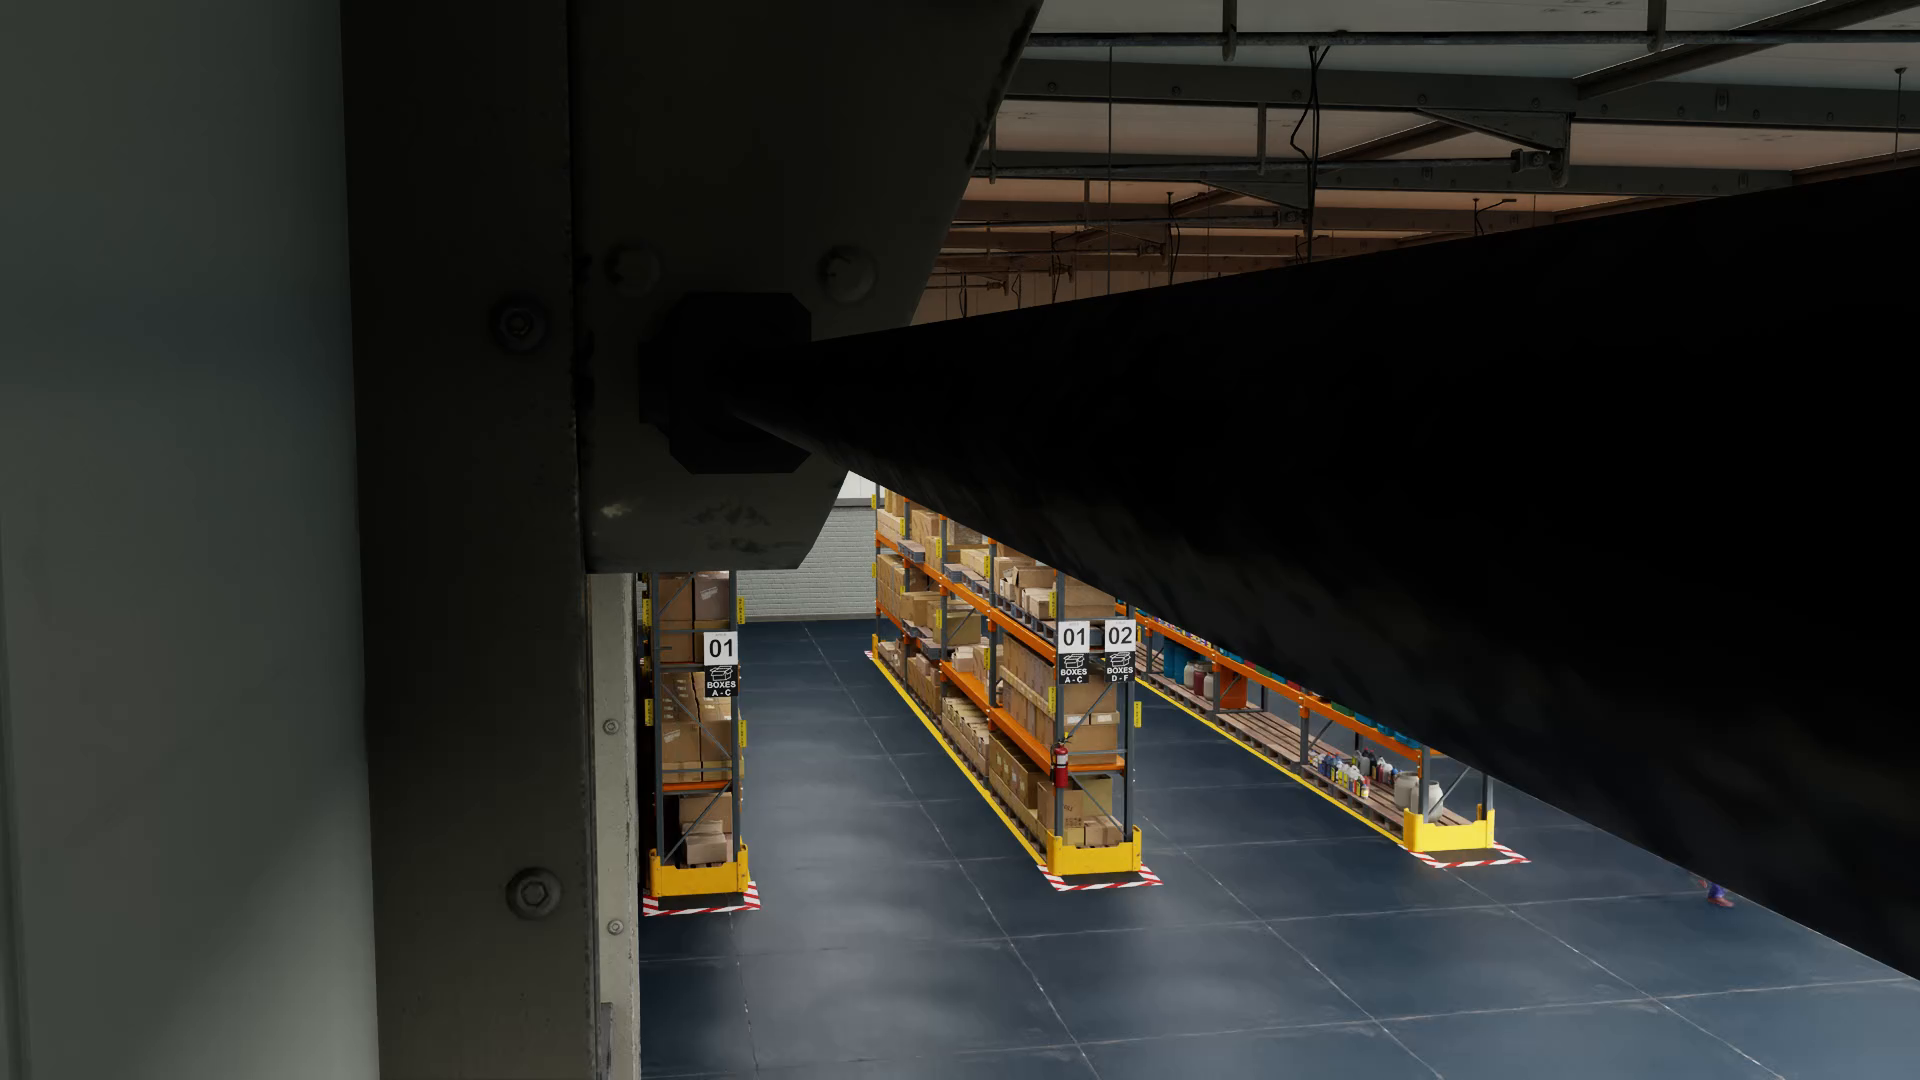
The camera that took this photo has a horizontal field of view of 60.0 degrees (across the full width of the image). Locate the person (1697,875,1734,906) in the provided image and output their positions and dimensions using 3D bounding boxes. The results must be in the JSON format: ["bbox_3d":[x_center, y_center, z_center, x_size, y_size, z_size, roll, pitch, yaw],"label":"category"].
[{"bbox_3d":[9.062,3.523,19.723,0.578,1.616,0.622,3,6,25],"label":"person"}]
